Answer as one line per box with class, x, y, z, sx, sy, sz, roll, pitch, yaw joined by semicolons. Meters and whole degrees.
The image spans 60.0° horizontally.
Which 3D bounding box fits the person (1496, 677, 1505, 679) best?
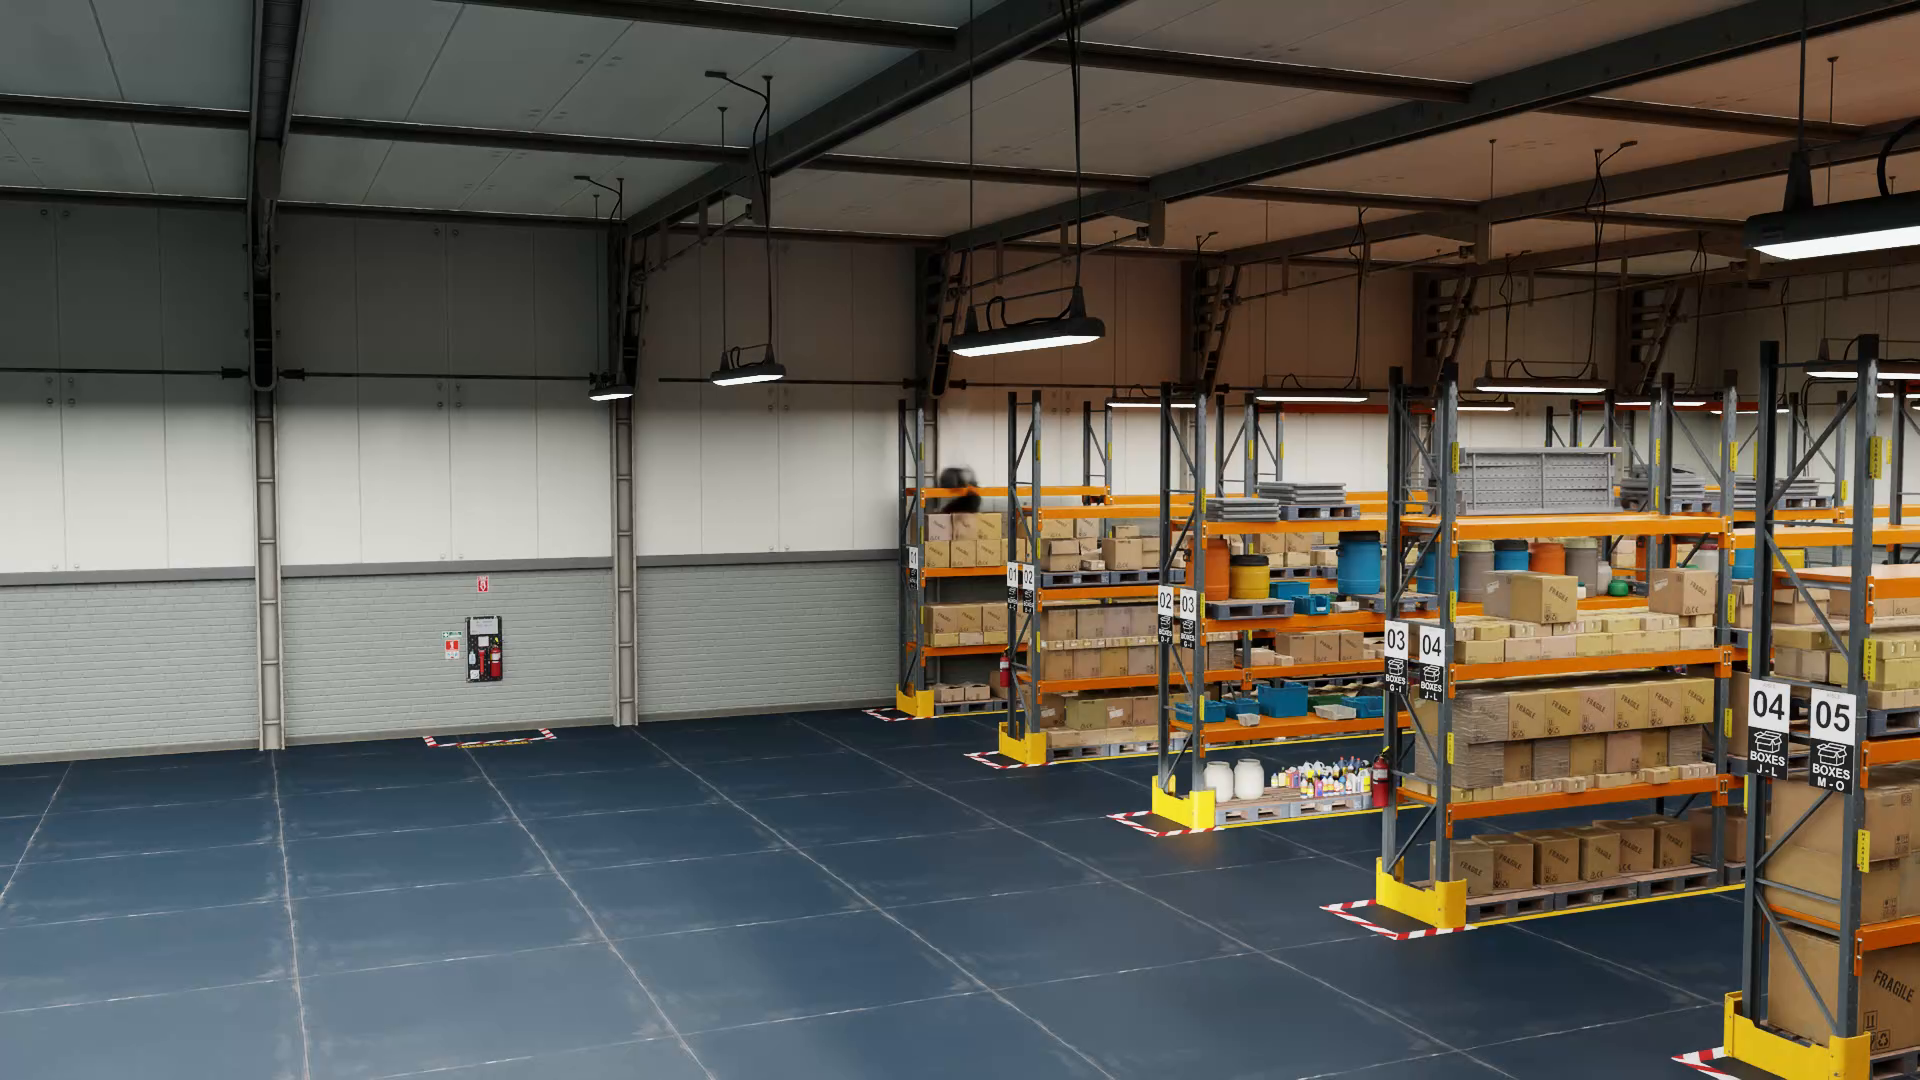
person;9.394;2.648;28.216;0.854;1.751;0.676;-2;4;-30
